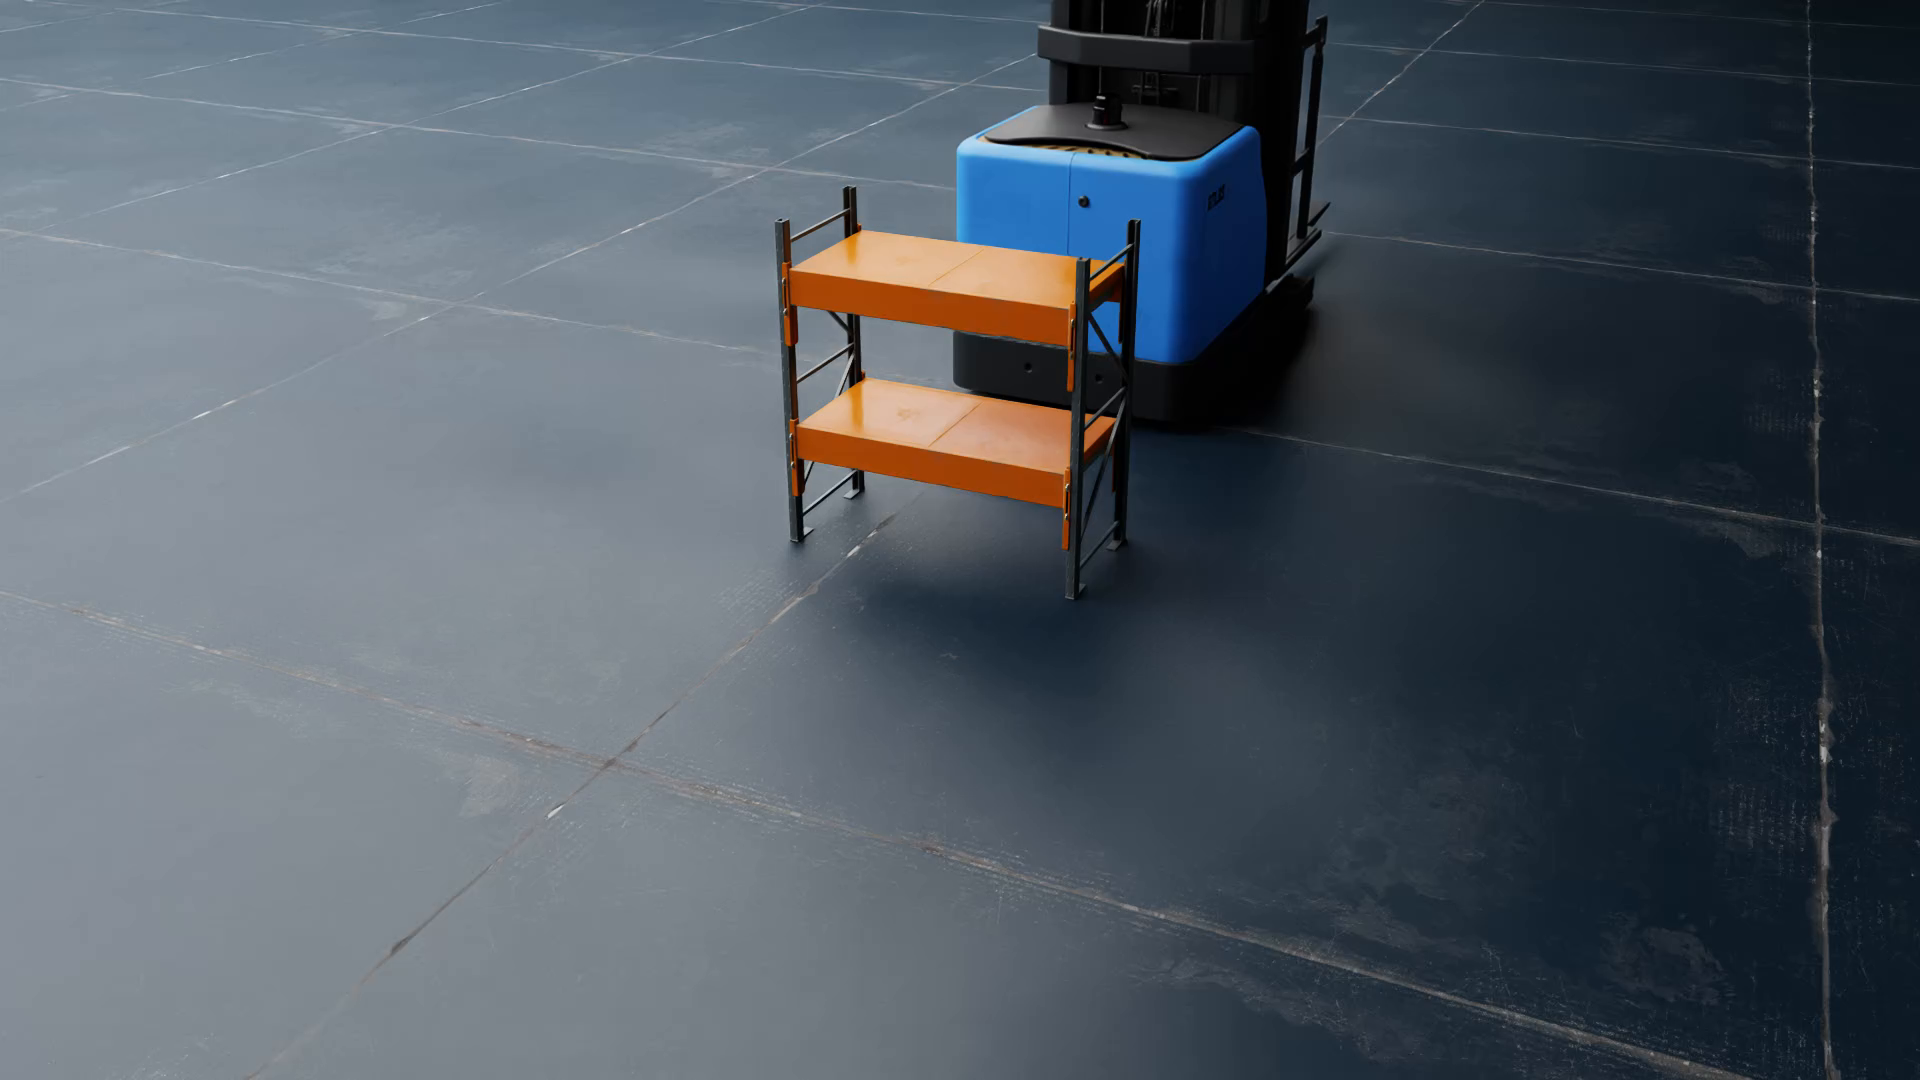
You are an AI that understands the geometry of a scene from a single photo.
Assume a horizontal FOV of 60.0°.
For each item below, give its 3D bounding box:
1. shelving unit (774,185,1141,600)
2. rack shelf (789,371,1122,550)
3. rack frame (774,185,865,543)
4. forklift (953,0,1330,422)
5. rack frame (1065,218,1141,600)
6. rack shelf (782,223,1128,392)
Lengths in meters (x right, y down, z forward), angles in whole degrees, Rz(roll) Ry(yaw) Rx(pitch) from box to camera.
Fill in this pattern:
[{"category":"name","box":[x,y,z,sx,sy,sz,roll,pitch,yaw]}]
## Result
[{"category":"shelving unit","box":[-0.006,-0.506,5.504,1.048,1.125,0.538,11,28,22]},{"category":"rack shelf","box":[-0.006,-0.287,5.612,1.000,0.278,0.538,11,28,22]},{"category":"rack frame","box":[-0.469,-0.599,5.693,0.032,1.125,0.500,11,28,22]},{"category":"forklift","box":[1.048,-2.401,7.308,1.130,2.935,3.031,12,28,22]},{"category":"rack frame","box":[0.457,-0.413,5.315,0.032,1.125,0.500,11,28,22]},{"category":"rack shelf","box":[-0.006,-0.768,5.375,1.000,0.278,0.538,11,28,22]}]
